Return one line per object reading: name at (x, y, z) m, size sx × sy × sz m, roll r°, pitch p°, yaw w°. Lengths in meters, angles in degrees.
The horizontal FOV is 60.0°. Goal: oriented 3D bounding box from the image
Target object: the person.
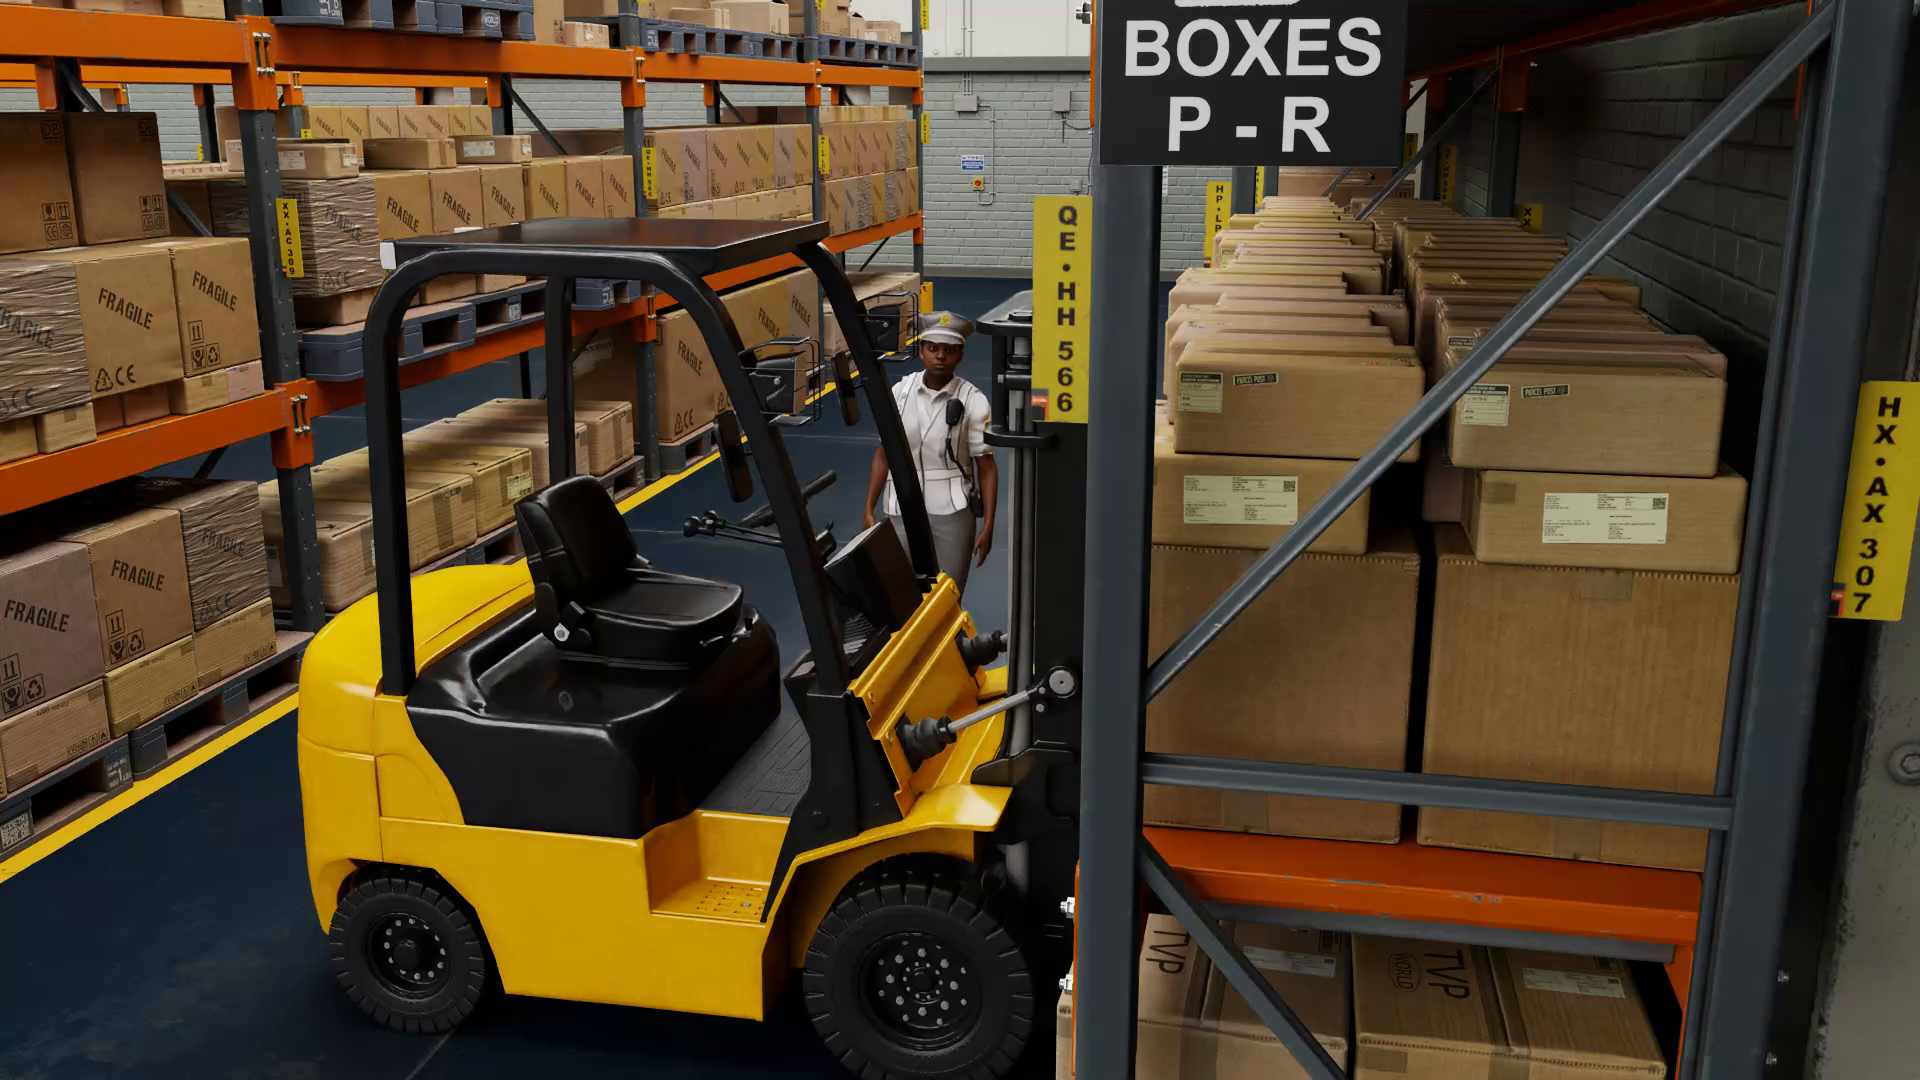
person at (-0.146, -0.063, 6.652) m, size 0.569 × 1.695 × 0.530 m, roll 3°, pitch 15°, yaw 11°
